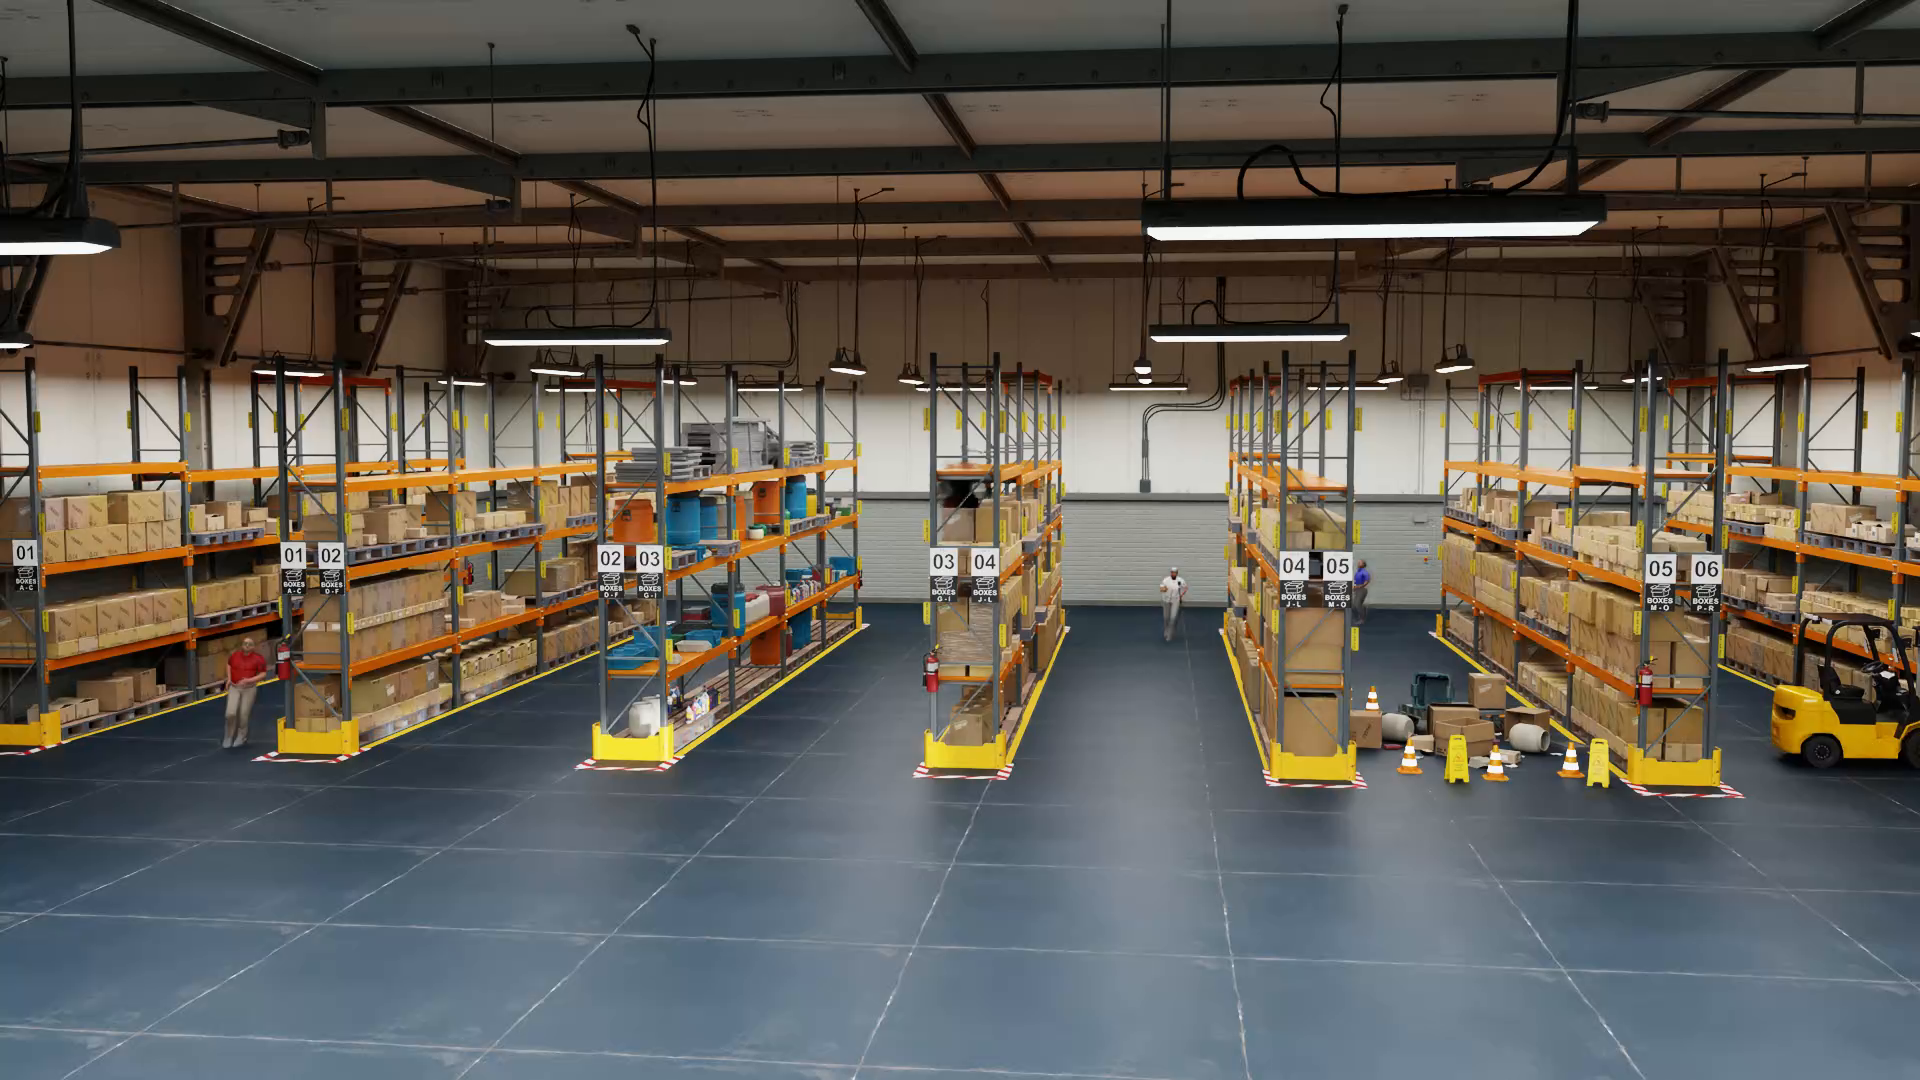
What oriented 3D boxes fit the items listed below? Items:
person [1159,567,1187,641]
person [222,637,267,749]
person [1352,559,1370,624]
[{"bbox_3d":[4.906,1.478,38.342,0.605,1.731,0.735,1,4,19],"label":"person"},{"bbox_3d":[-11.034,2.361,25.640,0.671,1.743,0.652,-1,4,-11],"label":"person"},{"bbox_3d":[9.951,1.283,41.324,0.558,1.612,0.574,-1,4,-17],"label":"person"}]
